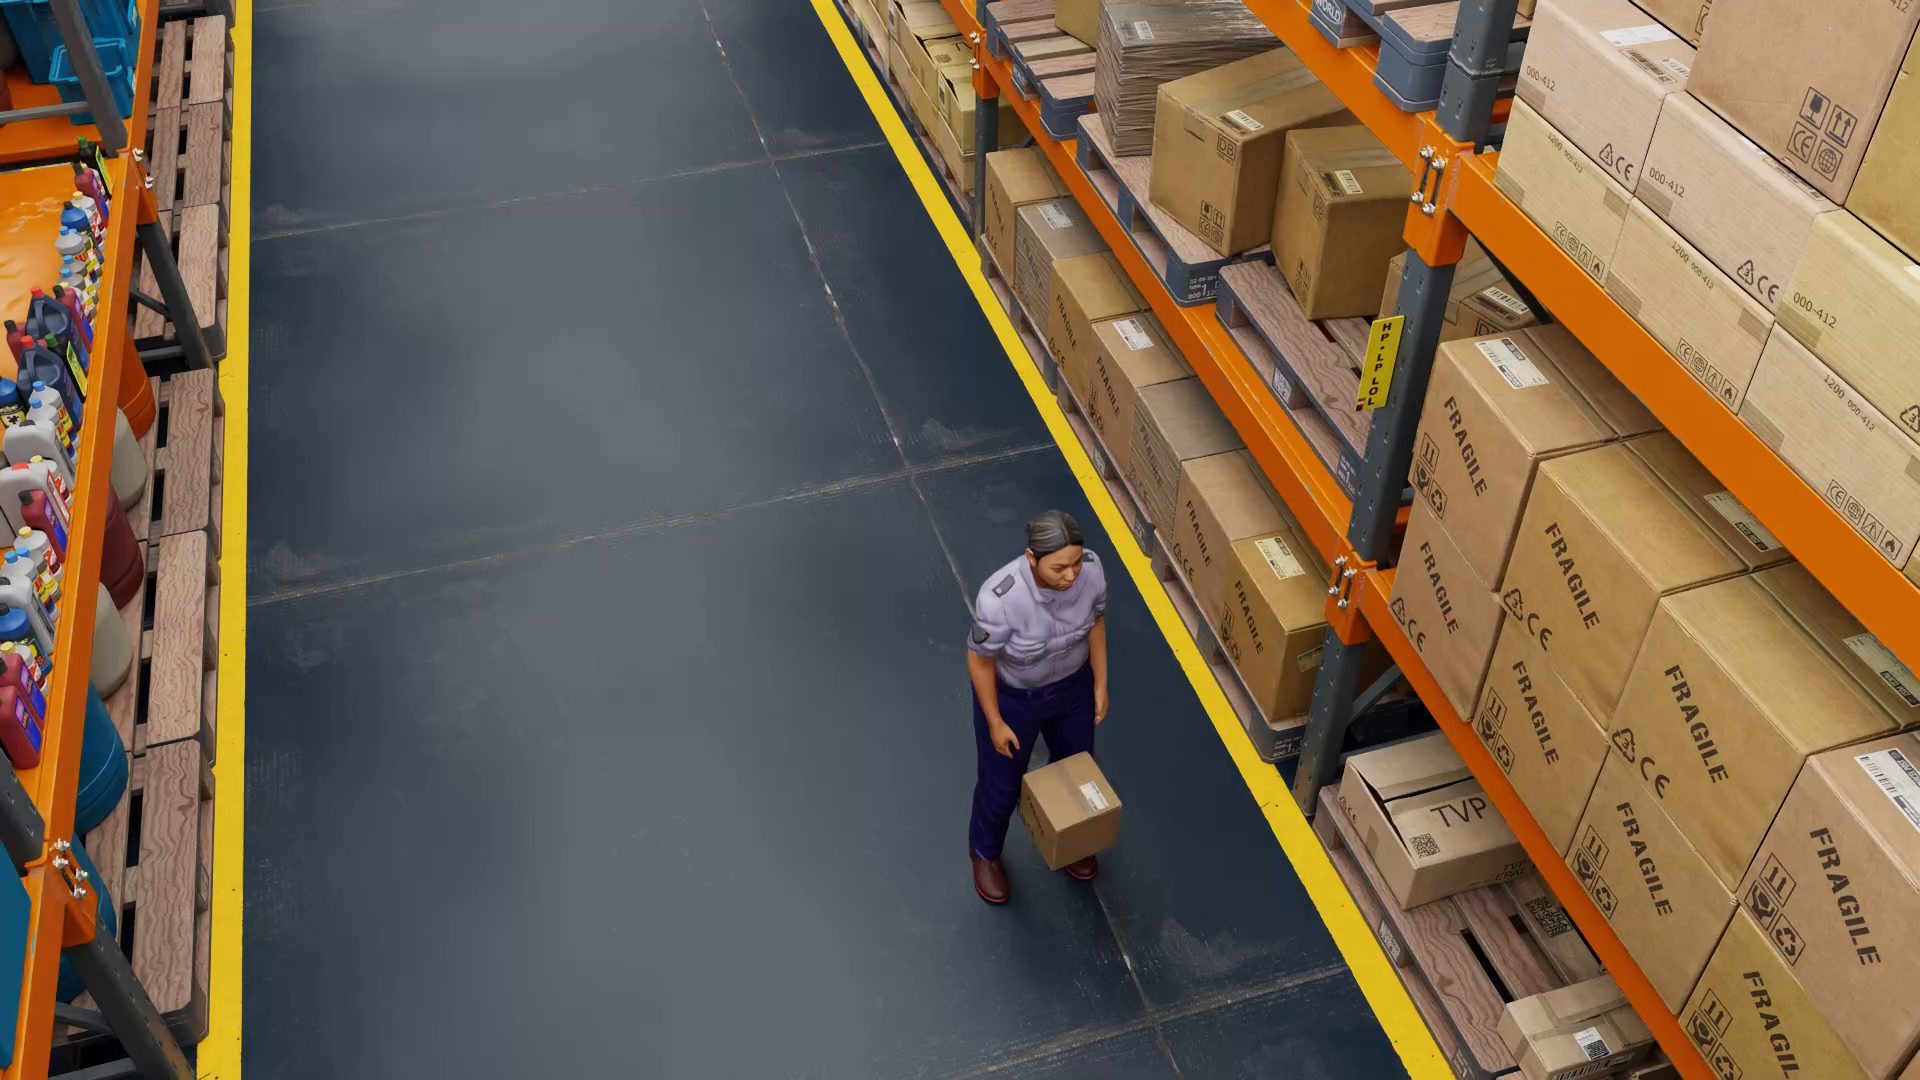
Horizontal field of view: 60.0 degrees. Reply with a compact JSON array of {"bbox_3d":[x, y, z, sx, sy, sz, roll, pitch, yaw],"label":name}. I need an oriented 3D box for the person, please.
[{"bbox_3d":[0.267,0.542,5.572,0.526,1.655,0.421,-19,46,-19],"label":"person"}]
